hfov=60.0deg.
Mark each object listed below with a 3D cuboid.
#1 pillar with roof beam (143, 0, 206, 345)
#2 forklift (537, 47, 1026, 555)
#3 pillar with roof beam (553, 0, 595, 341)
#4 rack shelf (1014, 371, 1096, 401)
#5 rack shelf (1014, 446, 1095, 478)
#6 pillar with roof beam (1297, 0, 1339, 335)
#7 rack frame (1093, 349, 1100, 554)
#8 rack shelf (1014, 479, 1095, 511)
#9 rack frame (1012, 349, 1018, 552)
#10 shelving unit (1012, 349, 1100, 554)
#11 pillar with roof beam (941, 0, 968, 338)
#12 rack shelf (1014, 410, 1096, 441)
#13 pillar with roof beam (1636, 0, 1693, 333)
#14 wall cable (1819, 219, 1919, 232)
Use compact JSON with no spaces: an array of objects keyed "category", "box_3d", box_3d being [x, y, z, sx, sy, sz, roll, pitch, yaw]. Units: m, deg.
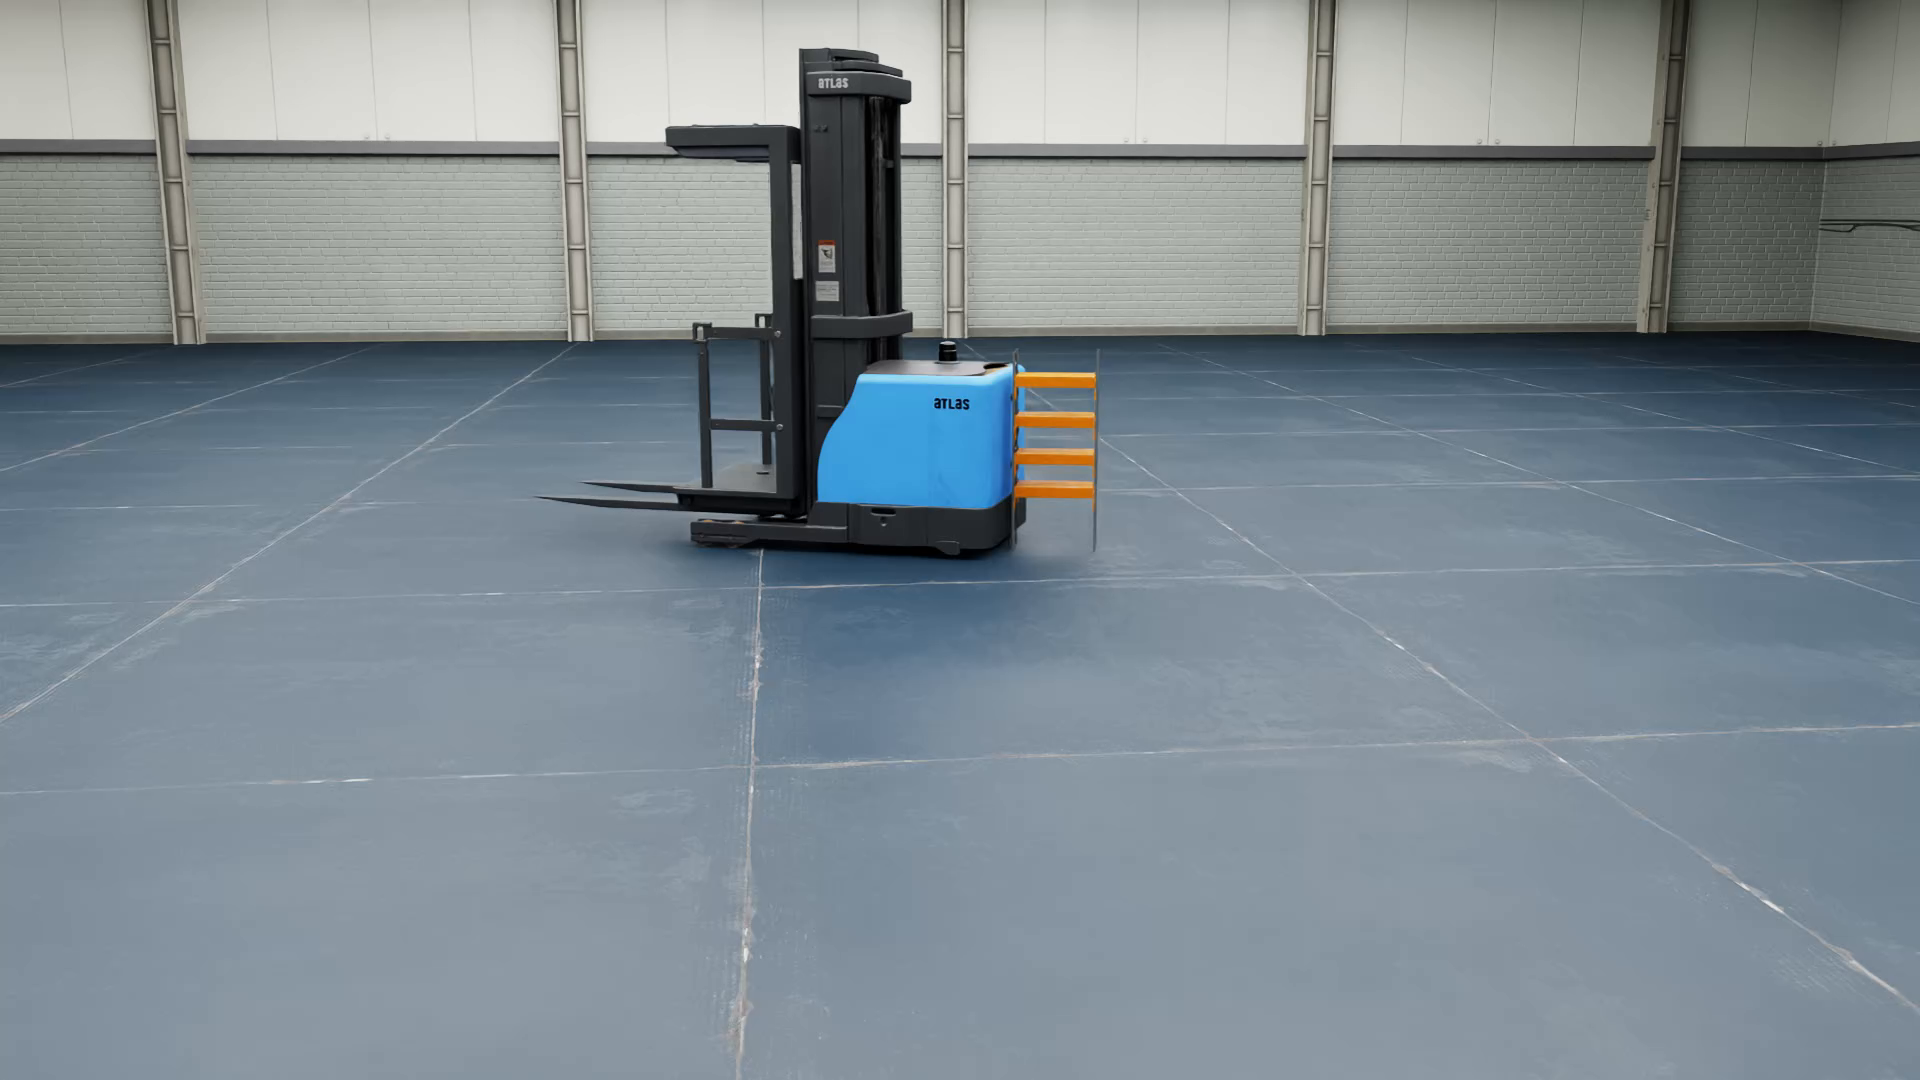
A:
[{"category":"pillar with roof beam","box_3d":[-11.550,-6.656,20.895,0.400,9.000,9.100,-1,11,-6]},{"category":"forklift","box_3d":[-1.153,-1.481,10.304,3.031,2.935,1.130,3,12,15]},{"category":"pillar with roof beam","box_3d":[-5.585,-6.781,21.531,0.400,9.000,9.100,-1,11,-6]},{"category":"rack shelf","box_3d":[0.573,-0.920,9.901,0.480,0.148,0.258,1,11,6]},{"category":"rack shelf","box_3d":[0.573,-0.468,9.989,0.480,0.148,0.258,1,11,6]},{"category":"pillar with roof beam","box_3d":[6.345,-7.031,22.803,0.400,9.000,9.100,-1,11,-6]},{"category":"rack frame","box_3d":[0.816,-0.529,9.950,0.015,1.200,0.240,1,11,6]},{"category":"rack shelf","box_3d":[0.573,-0.274,10.028,0.480,0.148,0.258,1,11,6]},{"category":"rack frame","box_3d":[0.331,-0.540,10.002,0.015,1.200,0.240,1,11,6]},{"category":"shelving unit","box_3d":[0.573,-0.534,9.976,0.503,1.200,0.258,1,11,6]},{"category":"pillar with roof beam","box_3d":[0.380,-6.906,22.167,0.400,9.000,9.100,-1,11,-6]},{"category":"rack shelf","box_3d":[0.573,-0.688,9.946,0.480,0.148,0.258,1,11,6]},{"category":"pillar with roof beam","box_3d":[12.310,-7.156,23.439,0.400,9.000,9.100,-1,11,-6]},{"category":"wall cable","box_3d":[14.916,-6.265,26.960,0.112,2.526,3.097,-1,11,-6]}]
